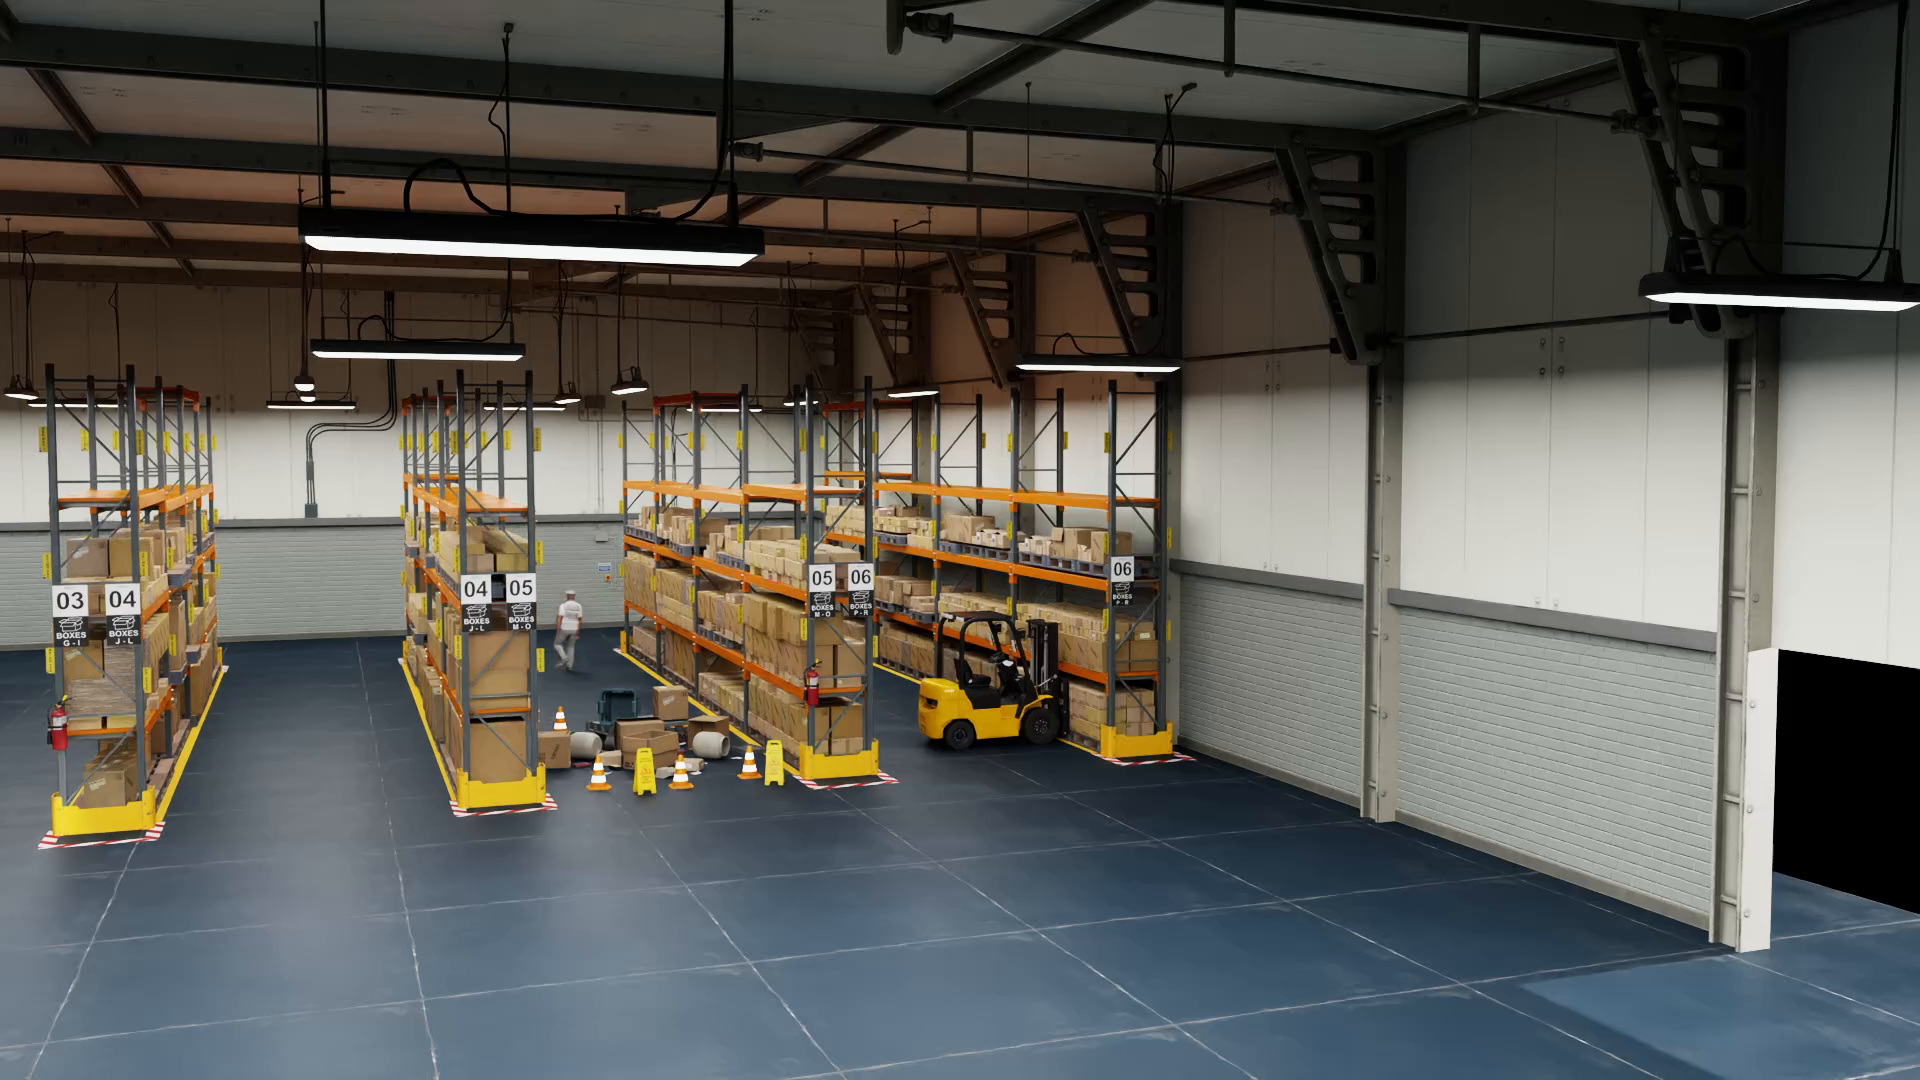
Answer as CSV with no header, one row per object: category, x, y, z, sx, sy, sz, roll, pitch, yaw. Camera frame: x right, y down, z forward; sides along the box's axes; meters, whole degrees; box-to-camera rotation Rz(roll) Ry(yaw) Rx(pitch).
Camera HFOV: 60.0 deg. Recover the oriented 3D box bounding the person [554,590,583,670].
person,-8.602,1.988,36.475,0.656,1.756,0.489,-2,4,-33
